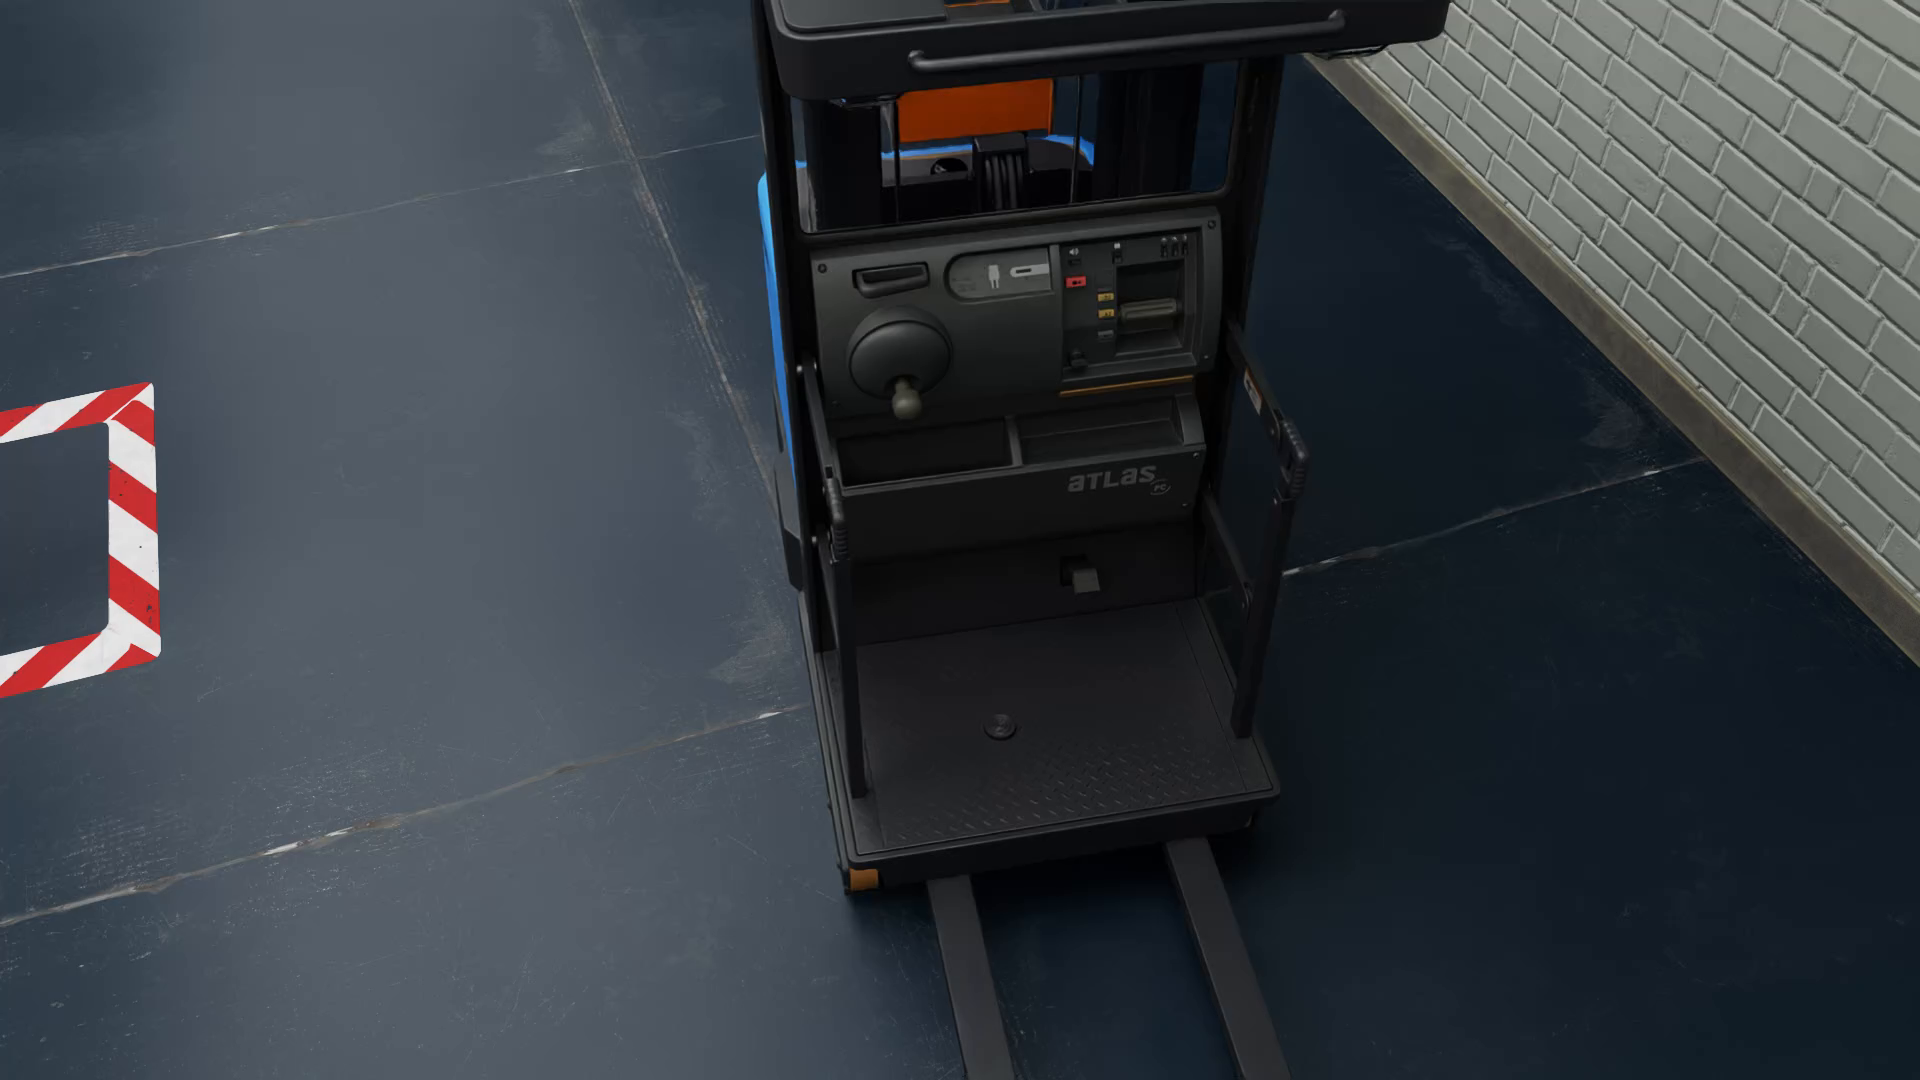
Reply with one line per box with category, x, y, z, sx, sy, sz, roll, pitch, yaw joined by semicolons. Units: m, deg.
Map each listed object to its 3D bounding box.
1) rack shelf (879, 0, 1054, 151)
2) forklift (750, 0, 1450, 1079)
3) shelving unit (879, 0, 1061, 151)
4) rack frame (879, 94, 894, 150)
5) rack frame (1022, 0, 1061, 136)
rack shelf;0.004;-1.355;5.137;0.480;0.518;0.431;-8;46;-8
forklift;0.180;-0.412;3.591;1.130;2.935;3.031;-8;46;-8
shelving unit;0.004;-1.365;5.128;0.503;2.100;0.431;-8;46;-8
rack frame;-0.235;-1.332;5.095;0.015;2.100;0.400;-8;46;-8
rack frame;0.244;-1.397;5.160;0.015;2.100;0.400;-8;46;-8
